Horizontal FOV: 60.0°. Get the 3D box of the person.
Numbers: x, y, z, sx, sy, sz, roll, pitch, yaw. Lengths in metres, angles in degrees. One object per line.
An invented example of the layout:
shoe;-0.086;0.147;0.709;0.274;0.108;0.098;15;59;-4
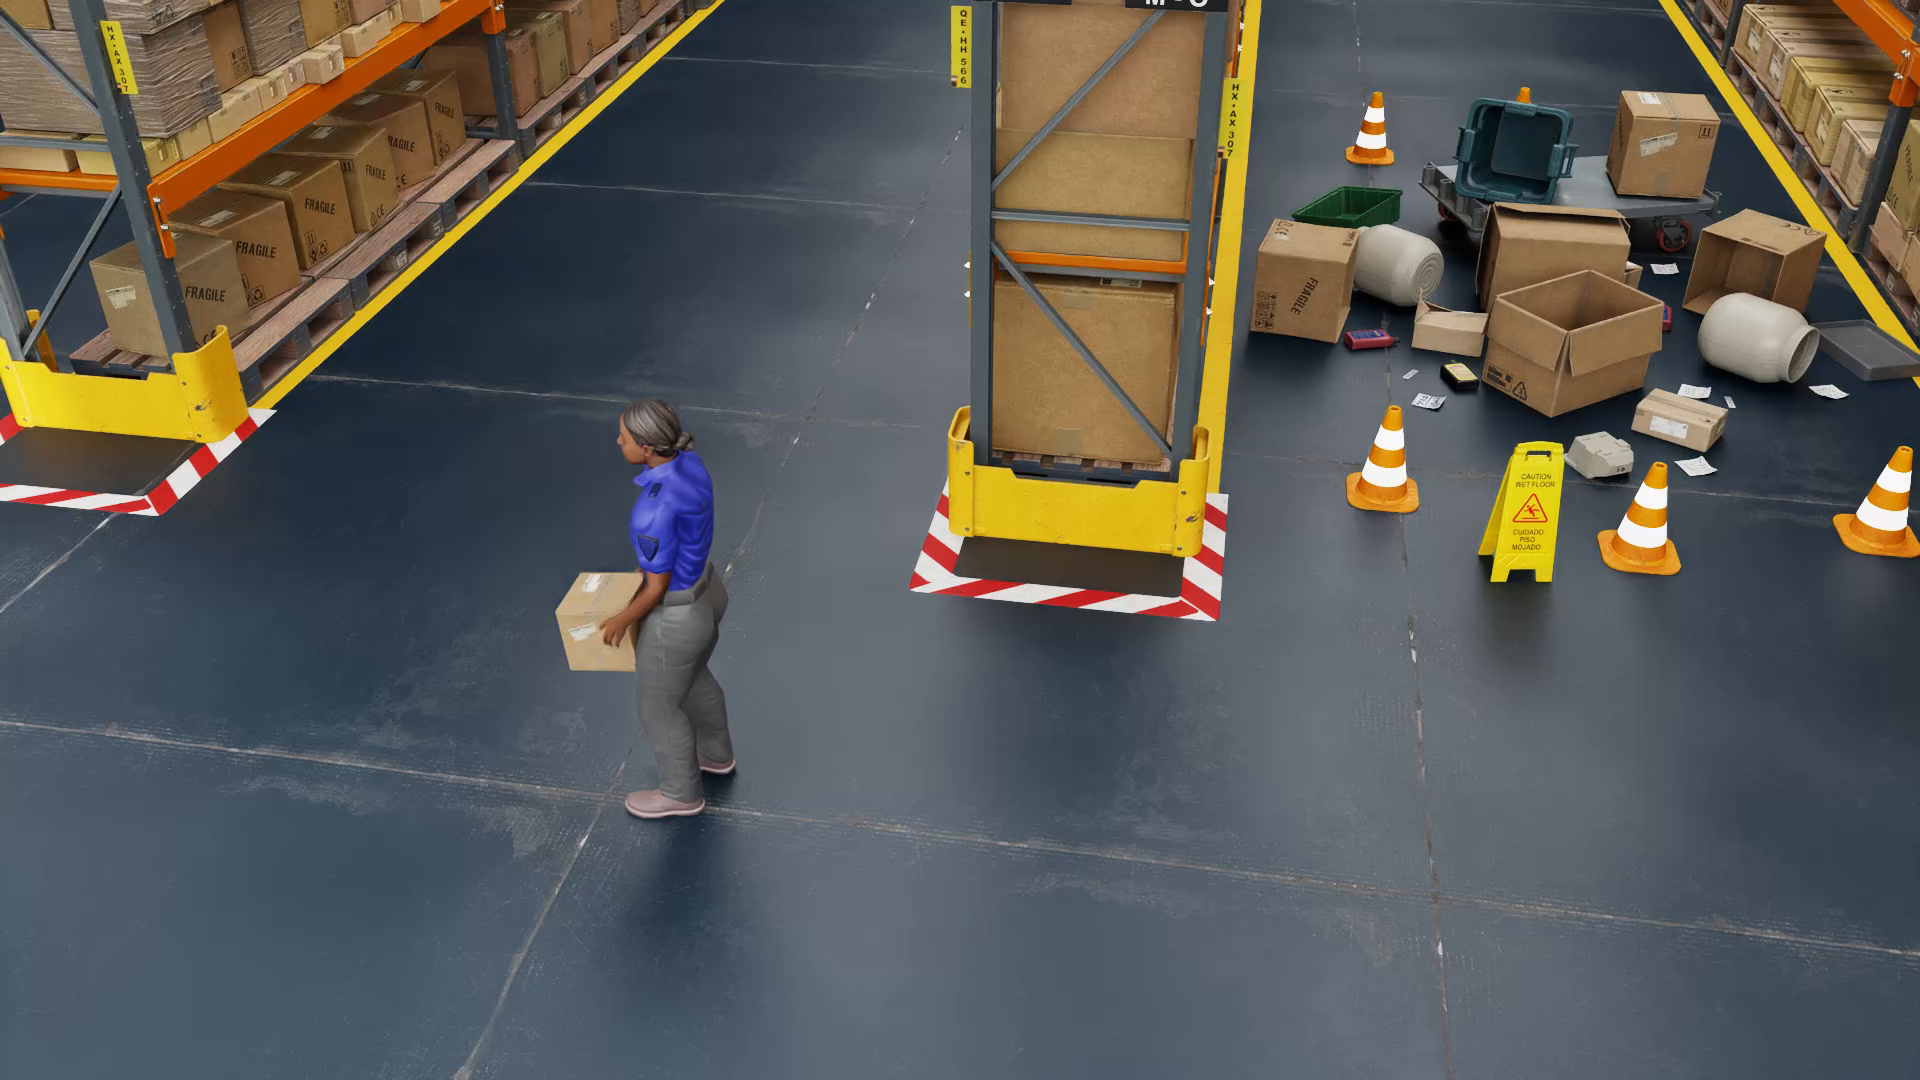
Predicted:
person;-1.020;0.243;5.755;0.397;1.662;0.481;5;33;7
